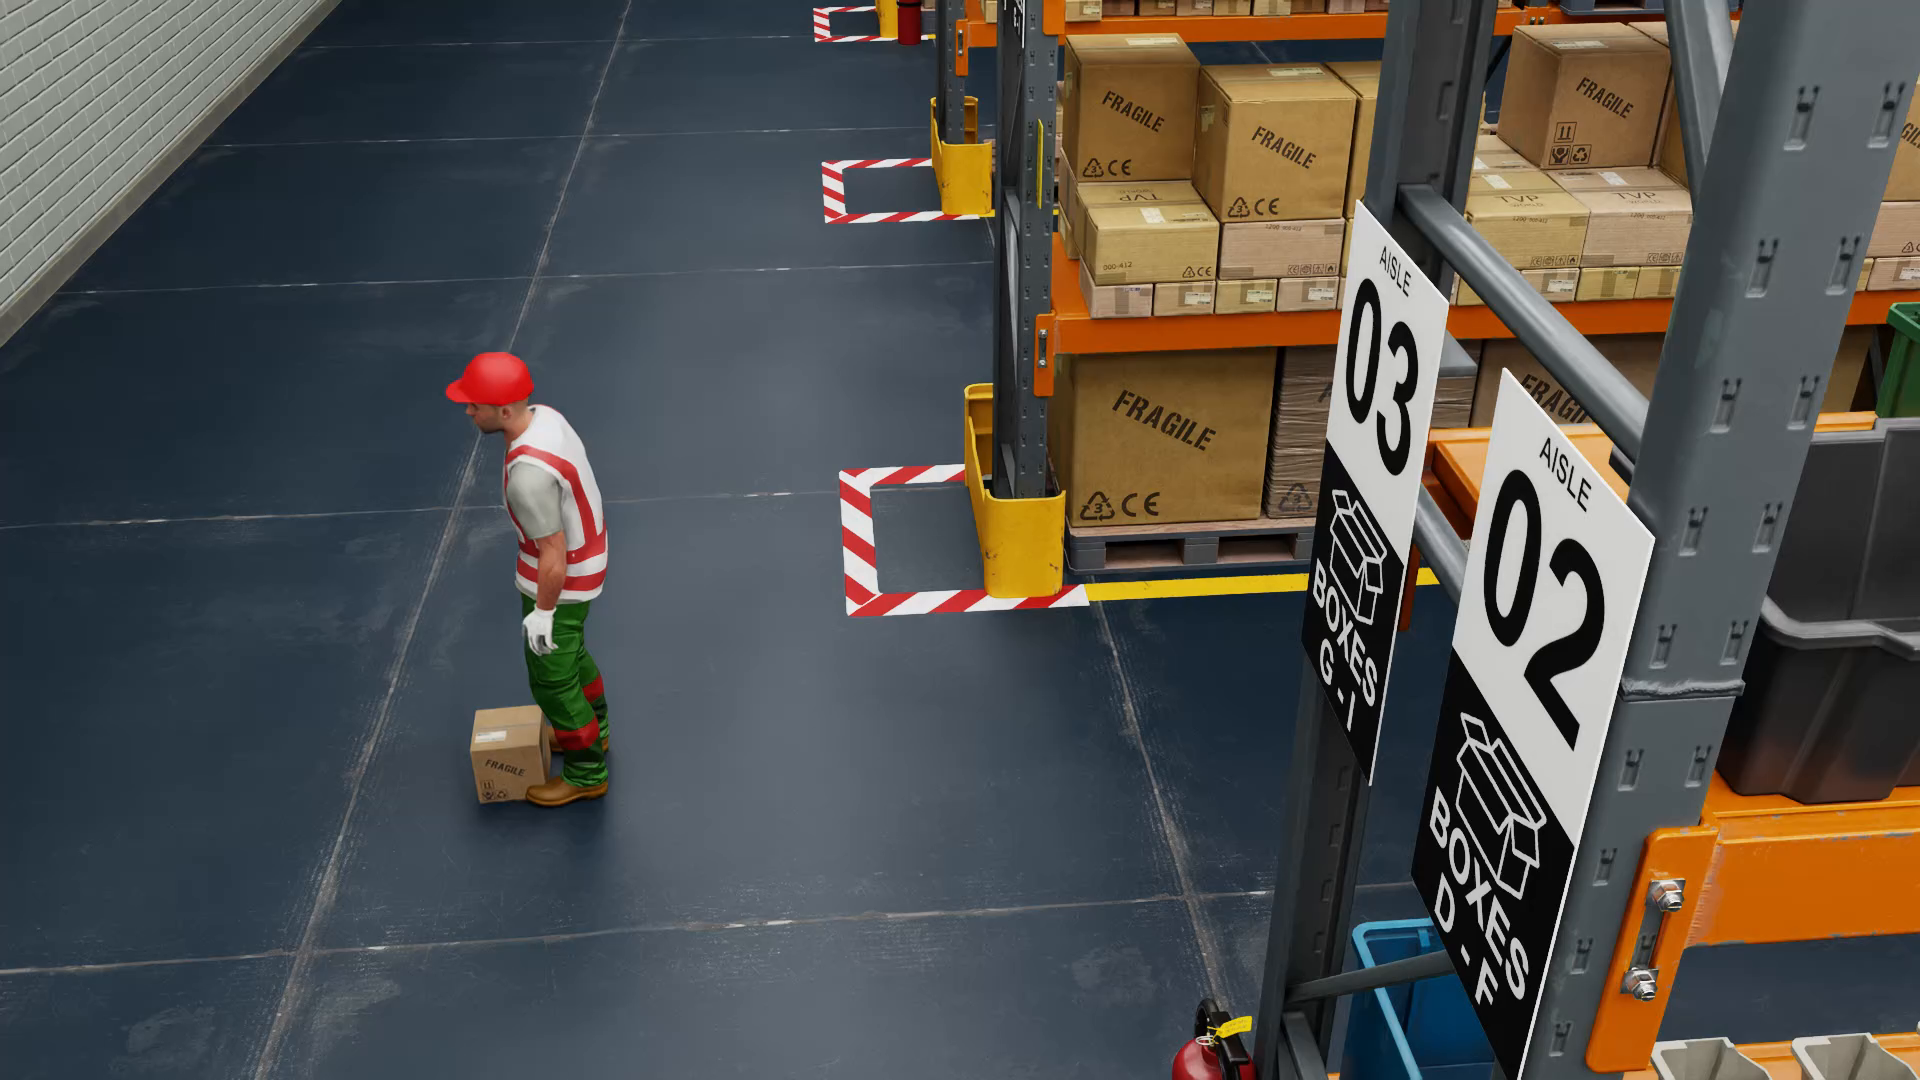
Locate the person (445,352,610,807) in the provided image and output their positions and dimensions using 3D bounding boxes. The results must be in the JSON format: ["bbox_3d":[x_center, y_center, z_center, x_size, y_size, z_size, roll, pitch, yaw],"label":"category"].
[{"bbox_3d":[-1.464,0.139,5.886,0.453,1.777,0.604,-4,31,-7],"label":"person"}]
